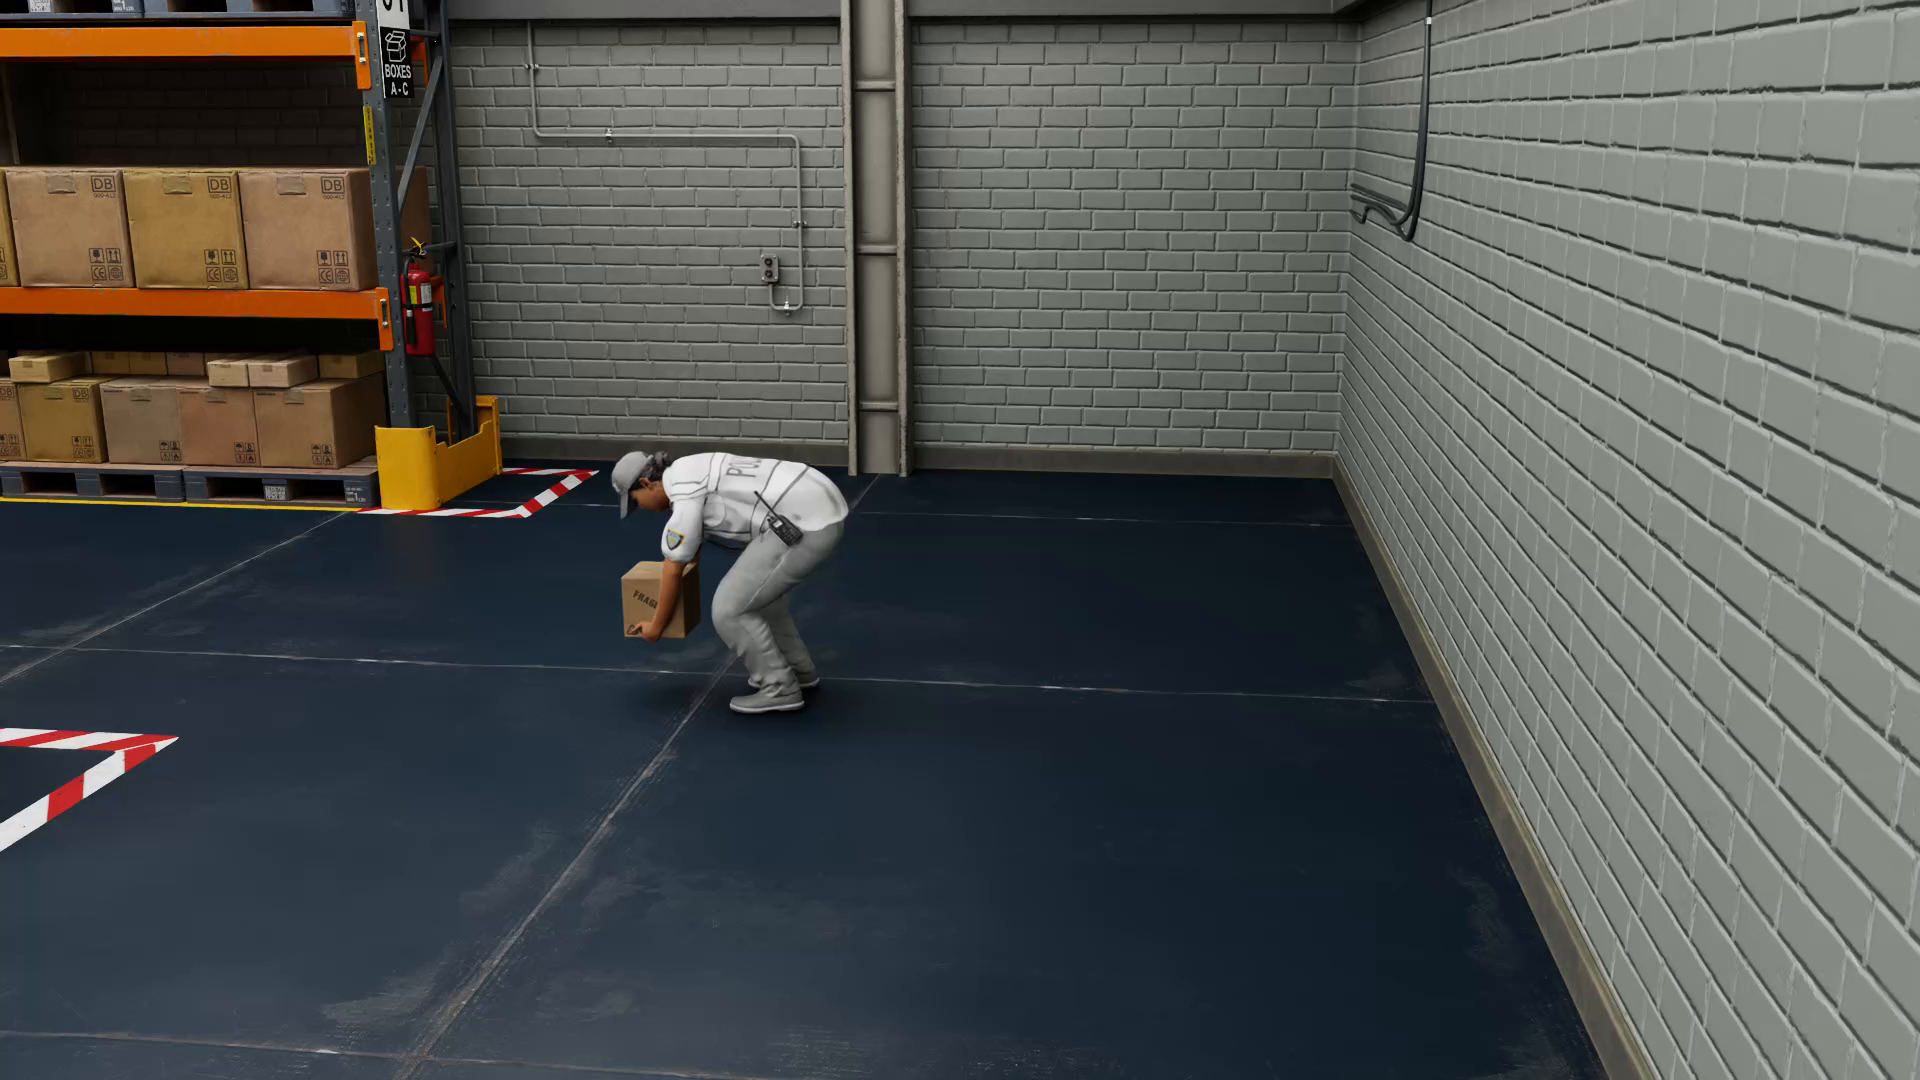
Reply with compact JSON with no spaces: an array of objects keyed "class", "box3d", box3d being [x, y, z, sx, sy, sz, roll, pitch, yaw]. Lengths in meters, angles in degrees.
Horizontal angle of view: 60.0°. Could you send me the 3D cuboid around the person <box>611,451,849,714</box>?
[{"class":"person","box3d":[-0.917,0.150,6.703,0.938,1.031,0.512,1,14,4]}]
